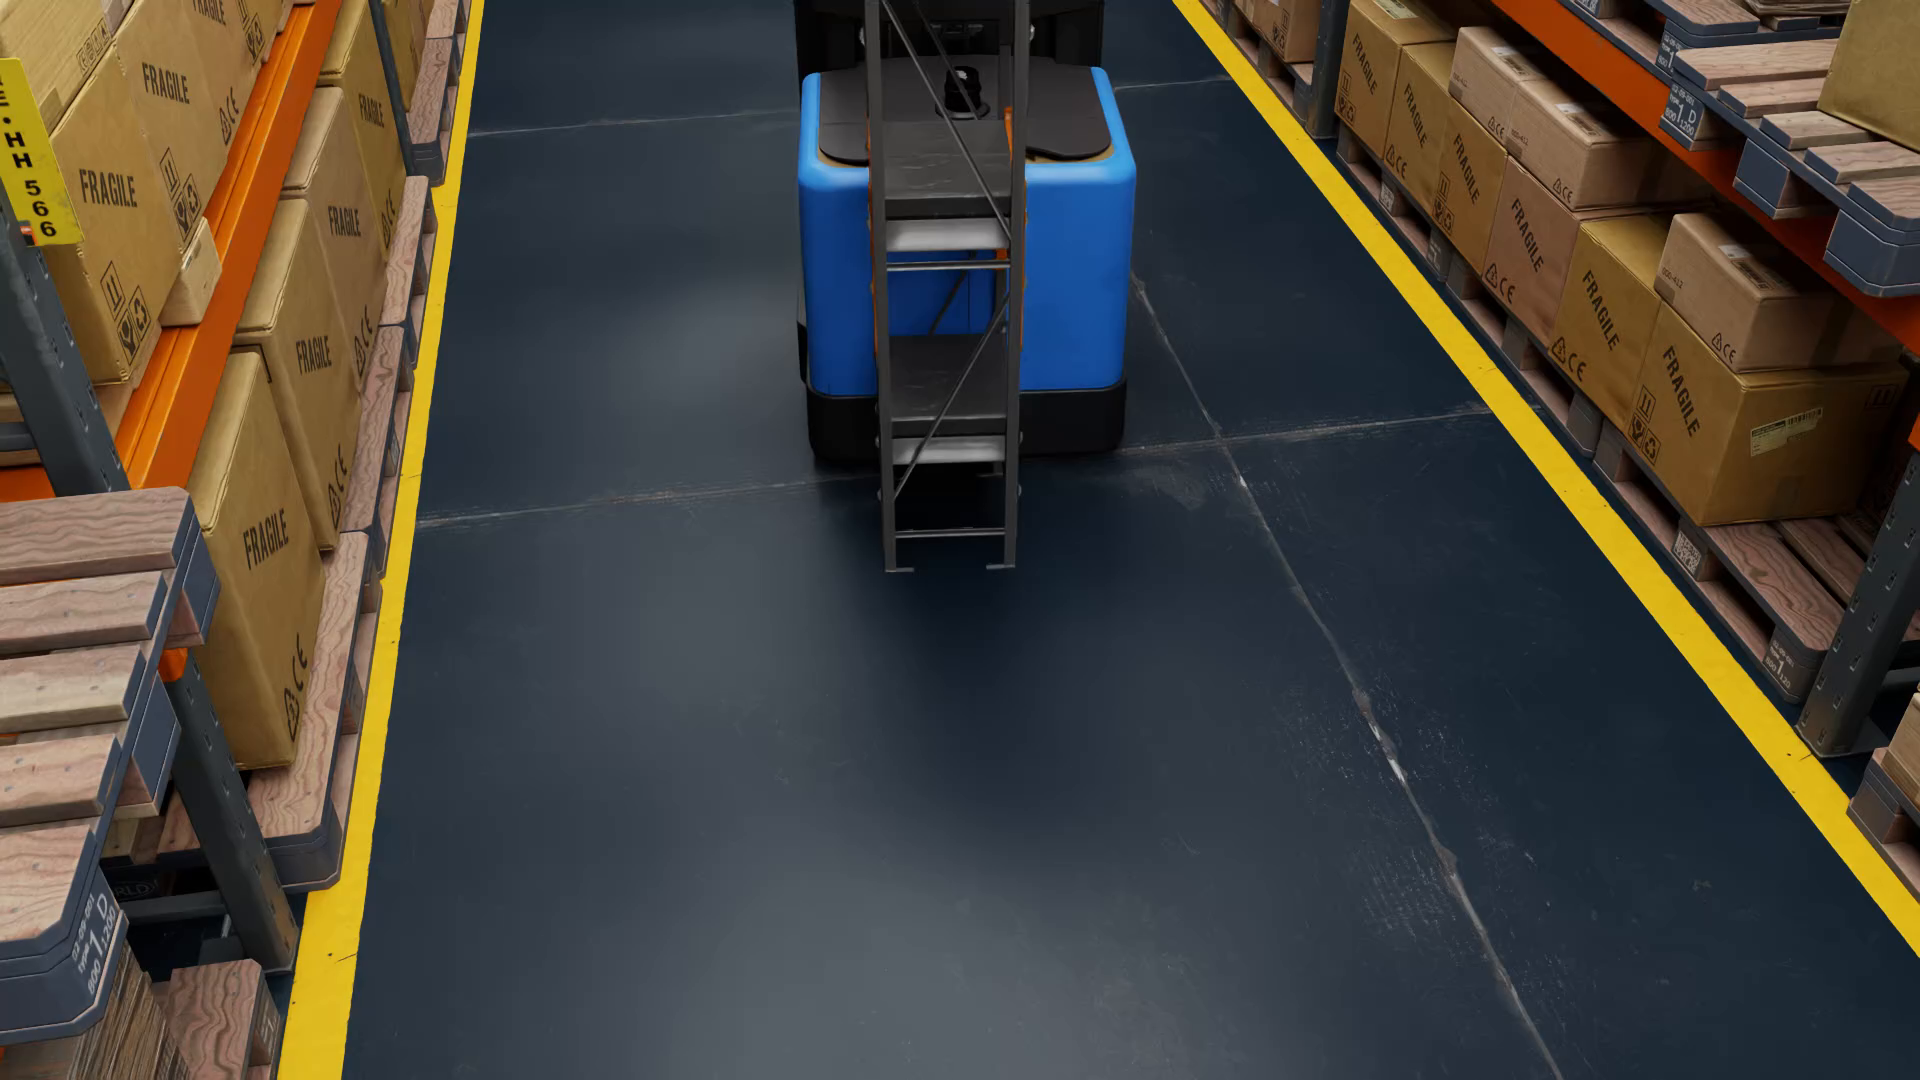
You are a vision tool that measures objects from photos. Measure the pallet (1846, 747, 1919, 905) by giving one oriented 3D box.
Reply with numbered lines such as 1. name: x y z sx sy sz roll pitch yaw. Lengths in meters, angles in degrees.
1. pallet: 2.902 0.924 3.889 1.003 0.211 1.213 -6 38 -8

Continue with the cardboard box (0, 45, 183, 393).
1. cardboard box: -1.913 -0.630 3.275 0.500 0.500 0.500 -5 38 -7

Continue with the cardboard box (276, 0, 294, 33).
1. cardboard box: -2.293 -1.676 5.150 0.380 0.149 0.250 -6 38 -8

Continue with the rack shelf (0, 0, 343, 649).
1. rack shelf: -2.431 -1.068 4.766 1.077 0.370 4.000 -6 38 -8

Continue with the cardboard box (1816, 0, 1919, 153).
1. cardboard box: 2.575 -1.253 3.994 0.700 0.500 0.500 -19 42 -23

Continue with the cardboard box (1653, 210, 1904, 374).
1. cardboard box: 2.387 -0.735 4.819 0.500 0.250 0.500 -5 38 -6

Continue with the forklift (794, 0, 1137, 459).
1. forklift: -0.052 -2.307 5.830 1.130 2.935 3.031 -2 38 -2

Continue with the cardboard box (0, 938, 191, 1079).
1. cardboard box: -1.903 1.099 3.070 0.700 0.500 0.500 -6 38 -7

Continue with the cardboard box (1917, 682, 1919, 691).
1. cardboard box: 2.599 0.367 3.774 0.500 0.311 0.500 -5 38 -6

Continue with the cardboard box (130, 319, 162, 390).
1. cardboard box: -1.945 -0.430 3.546 0.380 0.149 0.250 -6 38 -7

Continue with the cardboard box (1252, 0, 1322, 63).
1. cardboard box: 1.716 -2.595 7.824 0.500 0.500 0.500 -6 38 -8

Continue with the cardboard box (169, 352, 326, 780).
1. cardboard box: -2.080 0.081 4.111 0.750 0.750 0.750 -7 38 -9

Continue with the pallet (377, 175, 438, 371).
1. pallet: -2.572 -1.001 6.366 1.003 0.211 1.213 -6 38 -8

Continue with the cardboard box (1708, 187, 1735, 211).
1. cardboard box: 2.721 -1.105 5.906 0.500 0.500 0.500 -7 38 -9

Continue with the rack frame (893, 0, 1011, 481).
1. rack frame: -0.057 -1.035 4.870 0.400 2.100 0.015 -2 38 -2

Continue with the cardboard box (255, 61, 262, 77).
1. cardboard box: -2.229 -1.361 4.746 0.380 0.149 0.250 -5 38 -7

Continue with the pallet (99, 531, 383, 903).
1. pallet: -2.144 0.473 4.469 1.003 0.211 1.213 -6 38 -8

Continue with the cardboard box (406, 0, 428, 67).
1. cardboard box: -2.896 -2.505 7.725 0.700 0.500 0.500 -7 38 -8

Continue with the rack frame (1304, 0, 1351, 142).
1. rack frame: 2.095 -3.095 6.789 1.000 3.000 0.127 -6 38 -8

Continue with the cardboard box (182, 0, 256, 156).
1. cardboard box: -2.082 -1.247 4.070 0.500 0.500 0.500 -6 38 -8

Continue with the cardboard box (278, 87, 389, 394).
1. cardboard box: -2.381 -0.962 5.453 0.750 0.750 0.750 -5 38 -7

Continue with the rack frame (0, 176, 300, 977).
1. rack frame: -2.080 -0.144 2.990 1.000 3.000 0.127 -6 38 -8

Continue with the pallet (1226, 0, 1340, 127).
1. pallet: 1.975 -2.409 8.178 1.003 0.211 1.213 -6 38 -8

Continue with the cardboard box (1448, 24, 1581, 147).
1. cardboard box: 2.115 -1.655 6.003 0.500 0.250 0.500 -6 38 -8

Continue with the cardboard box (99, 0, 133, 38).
1. cardboard box: -2.001 -1.231 3.439 0.500 0.250 0.500 -7 38 -9

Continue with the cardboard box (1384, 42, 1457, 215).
1. cardboard box: 2.044 -1.642 6.598 0.500 0.500 0.500 -6 38 -7

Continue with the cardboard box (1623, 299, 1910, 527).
1. cardboard box: 2.401 -0.405 5.006 0.500 0.500 0.500 -5 38 -6

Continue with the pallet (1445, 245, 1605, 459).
1. pallet: 2.492 -0.768 6.067 1.003 0.211 1.213 -6 38 -8

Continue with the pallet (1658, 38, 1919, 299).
1. pallet: 2.608 -1.005 4.255 1.213 0.211 1.003 -6 38 -8

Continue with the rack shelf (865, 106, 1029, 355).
1. rack shelf: -0.044 -0.874 4.686 0.431 0.518 0.480 -2 38 -2

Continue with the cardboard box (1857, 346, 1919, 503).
1. cardboard box: 2.900 -0.487 5.111 0.500 0.500 0.500 -8 38 -10

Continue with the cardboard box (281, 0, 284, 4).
1. cardboard box: -2.273 -1.862 4.861 0.500 0.500 0.500 -6 38 -8

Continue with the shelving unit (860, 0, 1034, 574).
1. shelving unit: -0.044 -0.885 4.678 0.431 2.100 0.503 -2 38 -2

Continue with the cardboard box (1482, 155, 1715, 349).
1. cardboard box: 2.213 -1.034 5.815 0.500 0.500 0.500 -8 38 -10

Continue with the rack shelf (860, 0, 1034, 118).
1. rack shelf: -0.044 -1.427 4.257 0.431 0.518 0.480 -2 38 -2

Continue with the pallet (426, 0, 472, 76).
1. pallet: -3.055 -2.665 8.508 1.003 0.211 1.213 -6 38 -8

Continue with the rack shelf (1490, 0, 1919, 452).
1. rack shelf: 2.446 -1.603 5.455 1.077 0.370 4.000 -6 38 -8

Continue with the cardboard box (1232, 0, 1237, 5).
1. cardboard box: 1.584 -2.974 8.466 0.500 0.311 0.500 -6 38 -8
